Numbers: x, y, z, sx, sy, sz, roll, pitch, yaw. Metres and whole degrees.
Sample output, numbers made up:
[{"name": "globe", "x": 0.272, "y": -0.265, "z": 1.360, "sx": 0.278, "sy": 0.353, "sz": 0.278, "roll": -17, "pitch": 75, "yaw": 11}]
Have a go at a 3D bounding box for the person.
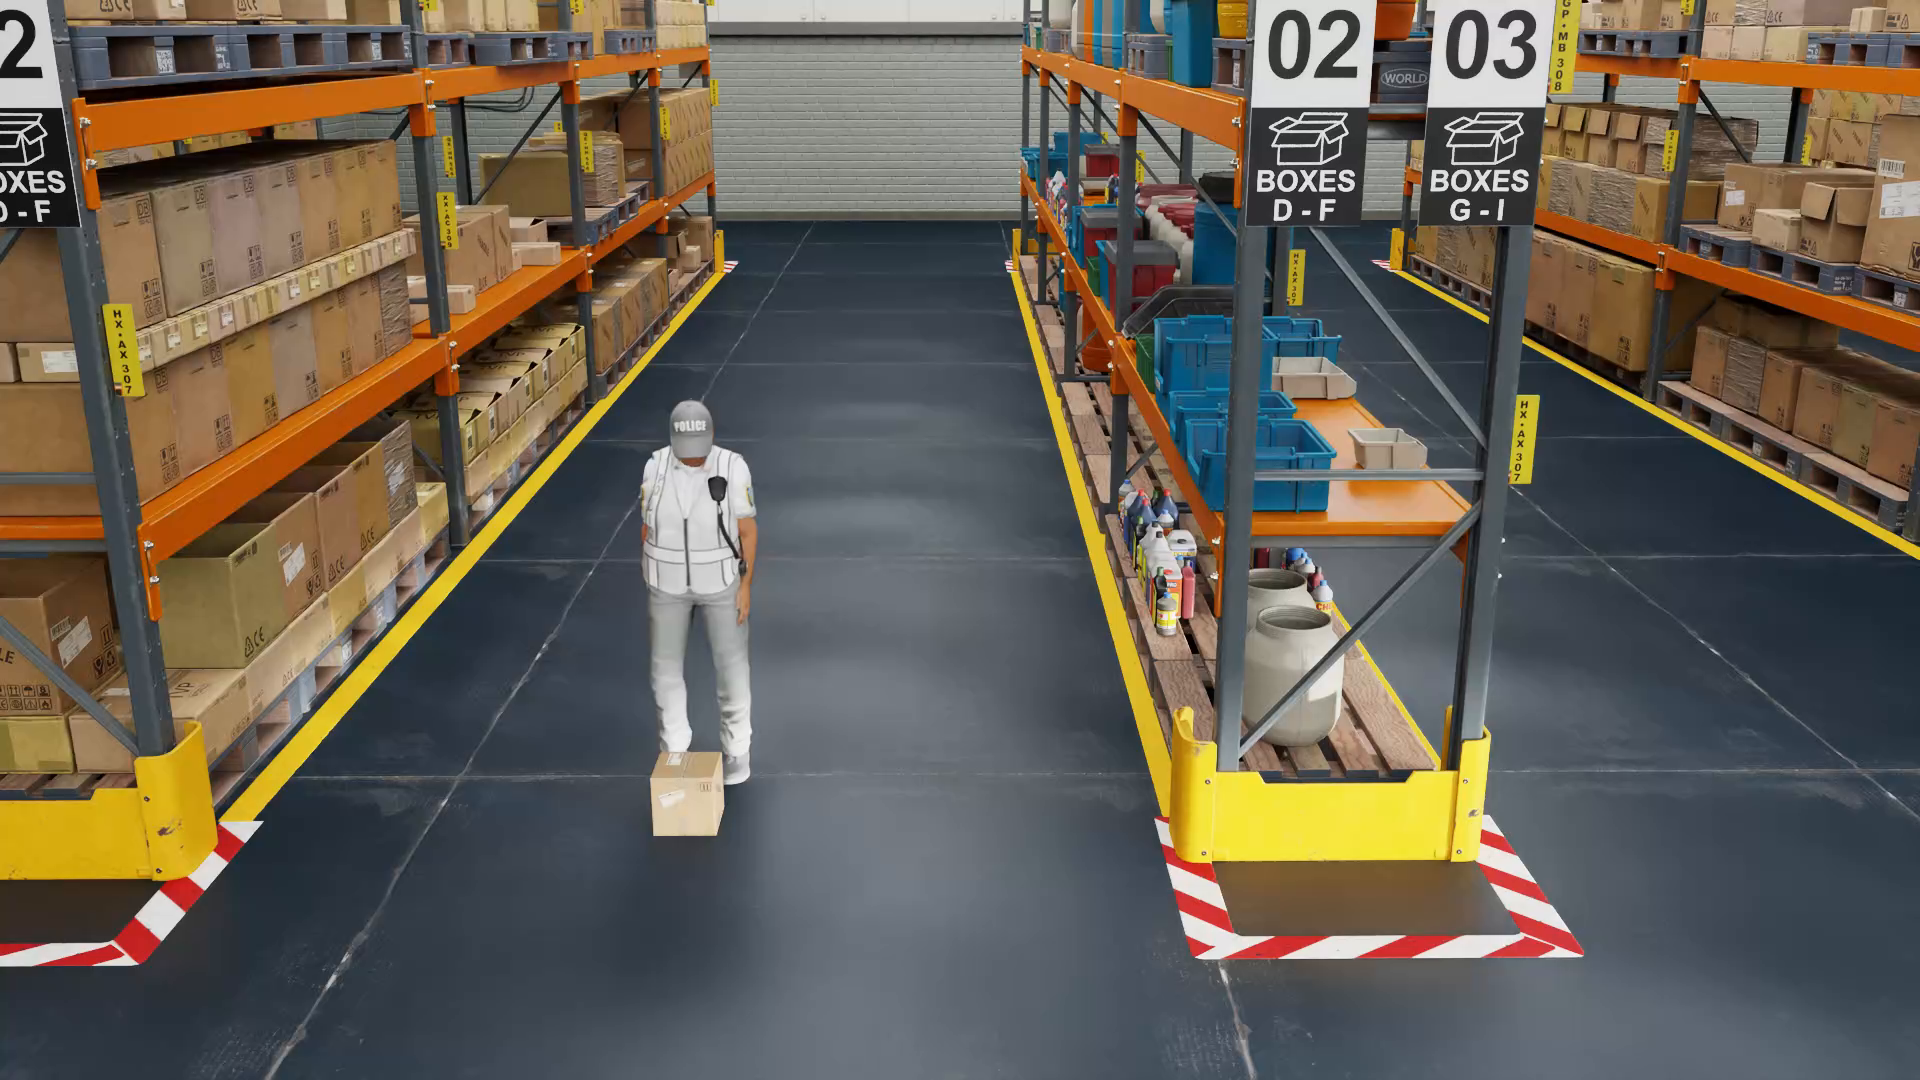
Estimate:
[{"name": "person", "x": -1.075, "y": 0.213, "z": 6.912, "sx": 0.483, "sy": 1.643, "sz": 0.429, "roll": 0, "pitch": 17, "yaw": 0}]
